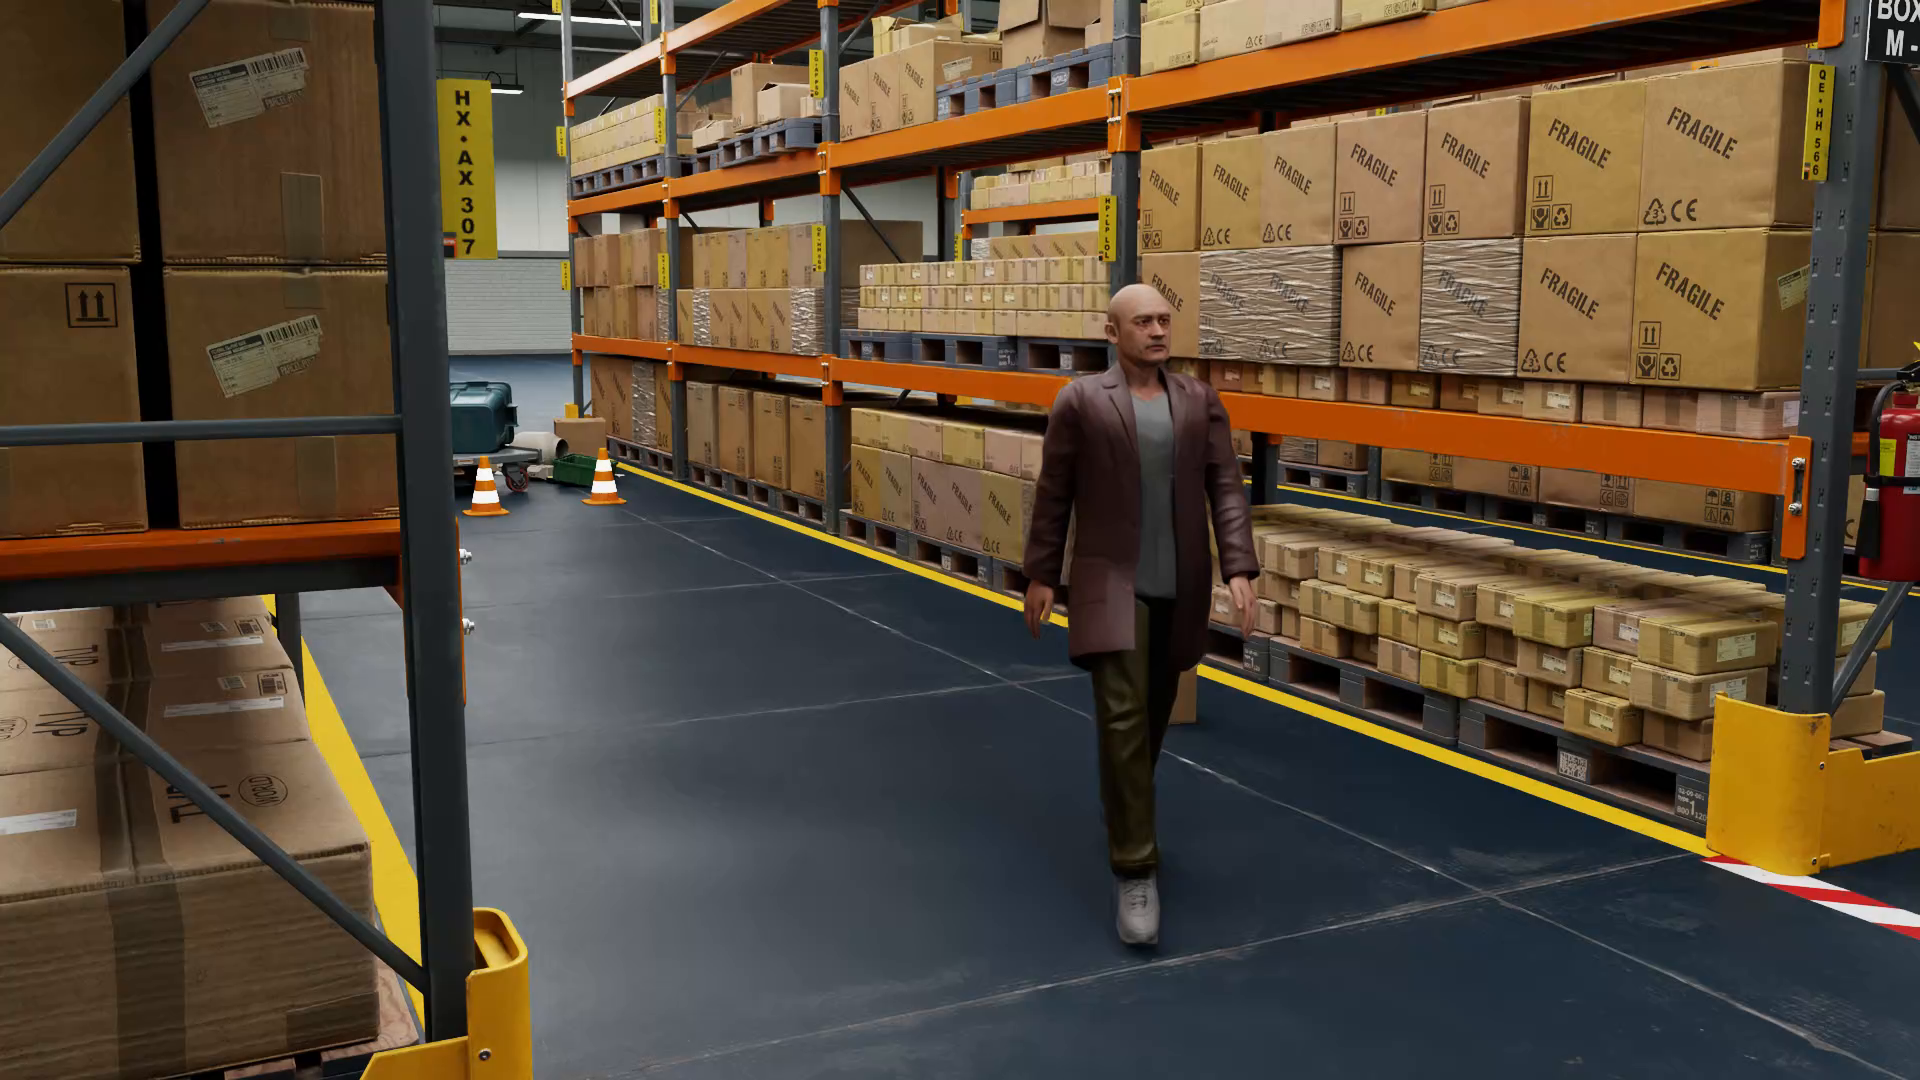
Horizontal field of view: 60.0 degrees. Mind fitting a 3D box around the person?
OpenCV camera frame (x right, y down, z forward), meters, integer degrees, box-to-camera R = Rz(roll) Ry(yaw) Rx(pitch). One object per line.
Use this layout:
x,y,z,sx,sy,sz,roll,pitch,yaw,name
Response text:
0.550,0.147,4.826,0.621,1.763,0.976,-2,9,-16,person
